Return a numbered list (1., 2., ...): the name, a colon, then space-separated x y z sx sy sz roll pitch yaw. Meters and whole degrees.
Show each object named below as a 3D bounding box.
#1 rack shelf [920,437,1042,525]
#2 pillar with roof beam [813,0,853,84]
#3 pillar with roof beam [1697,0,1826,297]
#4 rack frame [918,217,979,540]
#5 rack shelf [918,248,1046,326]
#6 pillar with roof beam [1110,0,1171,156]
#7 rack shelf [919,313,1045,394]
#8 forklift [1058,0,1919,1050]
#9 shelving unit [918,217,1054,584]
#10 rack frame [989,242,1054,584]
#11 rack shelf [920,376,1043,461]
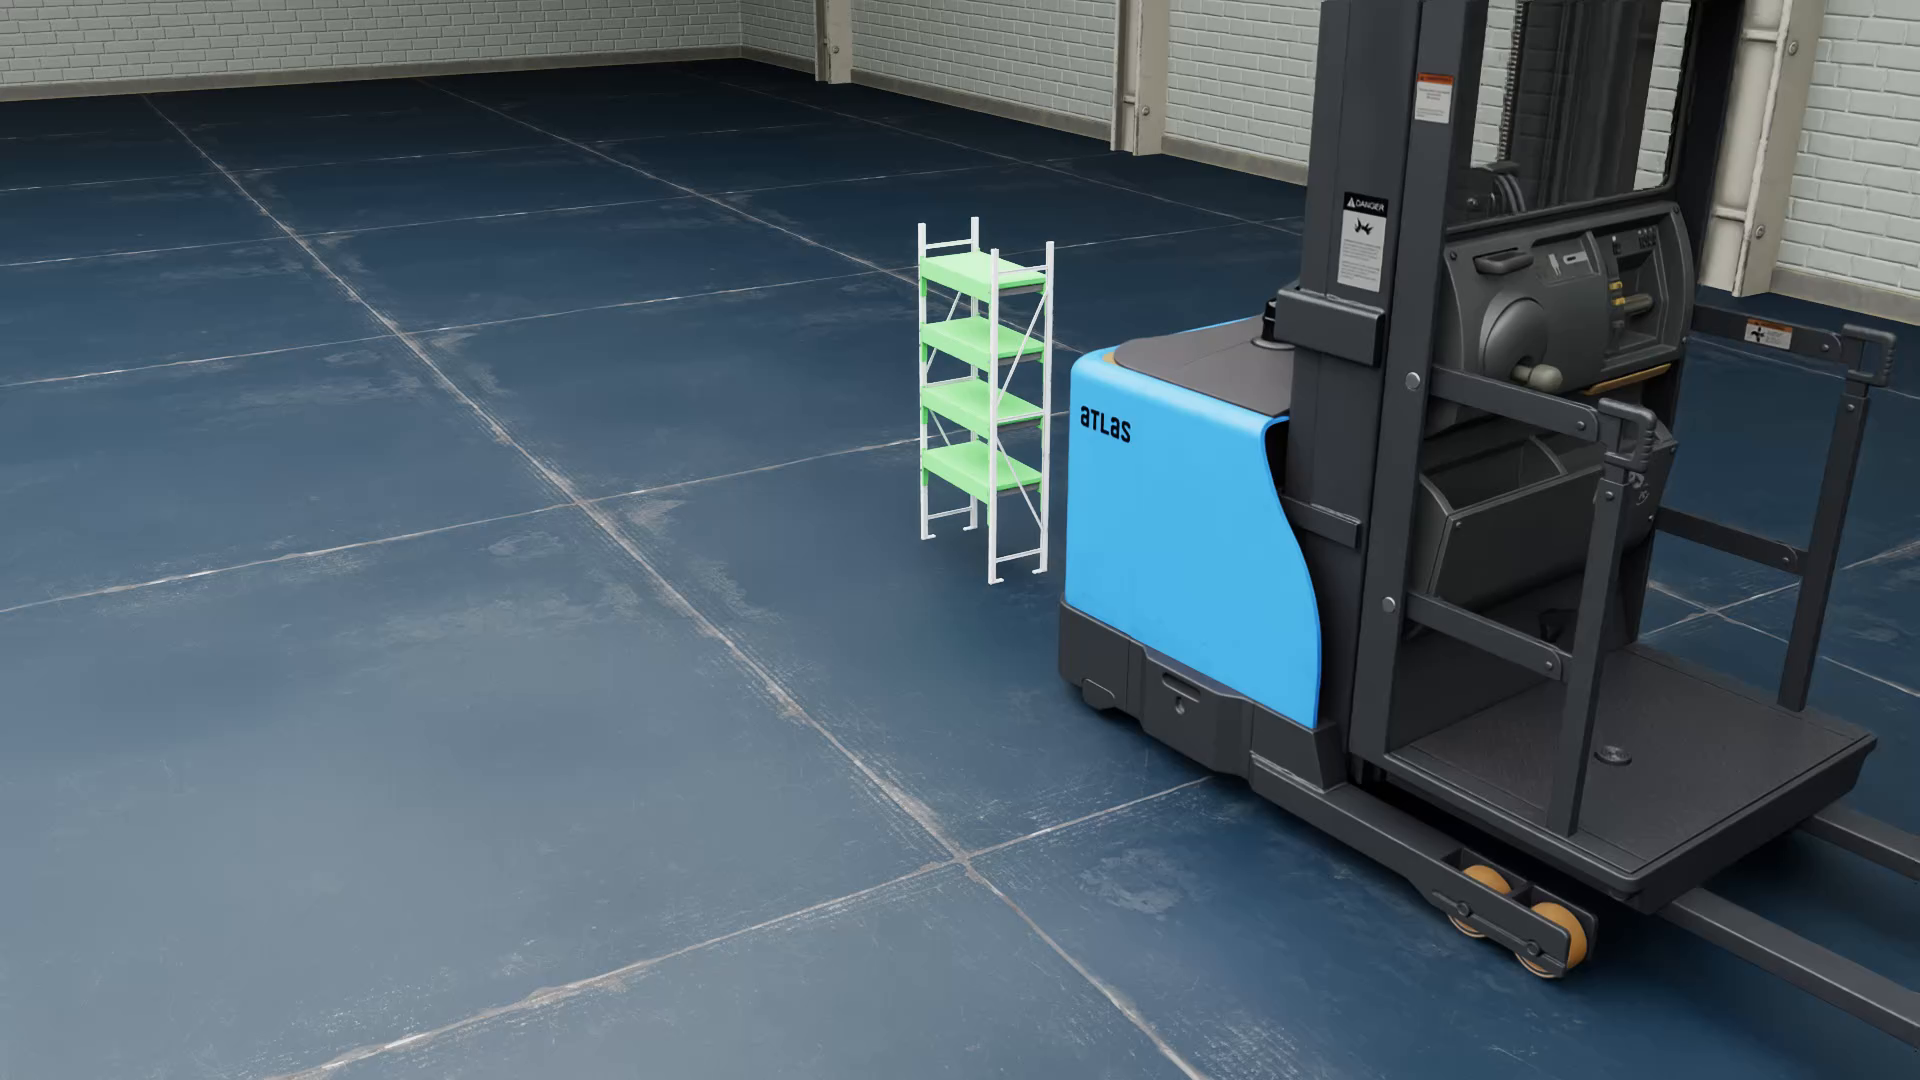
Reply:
1. rack shelf: 0.085 -0.221 6.068 0.258 0.148 0.480 -13 25 -28
2. pillar with roof beam: -5.185 -8.756 15.902 9.100 9.000 0.400 -13 25 -28
3. pillar with roof beam: 0.945 -4.871 6.345 9.100 9.000 0.400 -13 25 -28
4. rack frame: -0.040 -0.581 6.148 0.240 1.200 0.015 -13 25 -28
5. rack shelf: 0.085 -0.888 5.797 0.258 0.148 0.480 -13 25 -28
6. pillar with roof beam: -2.120 -6.813 11.123 9.100 9.000 0.400 -13 25 -28
7. rack shelf: 0.085 -0.665 5.887 0.258 0.148 0.480 -13 25 -28
8. forklift: 1.588 -0.560 3.798 1.130 2.935 3.031 -16 27 -34
9. shelving unit: 0.085 -0.502 5.954 0.258 1.200 0.503 -13 25 -28
10. rack frame: 0.209 -0.423 5.759 0.240 1.200 0.015 -13 25 -28
11. rack shelf: 0.085 -0.443 5.978 0.258 0.148 0.480 -13 25 -28
